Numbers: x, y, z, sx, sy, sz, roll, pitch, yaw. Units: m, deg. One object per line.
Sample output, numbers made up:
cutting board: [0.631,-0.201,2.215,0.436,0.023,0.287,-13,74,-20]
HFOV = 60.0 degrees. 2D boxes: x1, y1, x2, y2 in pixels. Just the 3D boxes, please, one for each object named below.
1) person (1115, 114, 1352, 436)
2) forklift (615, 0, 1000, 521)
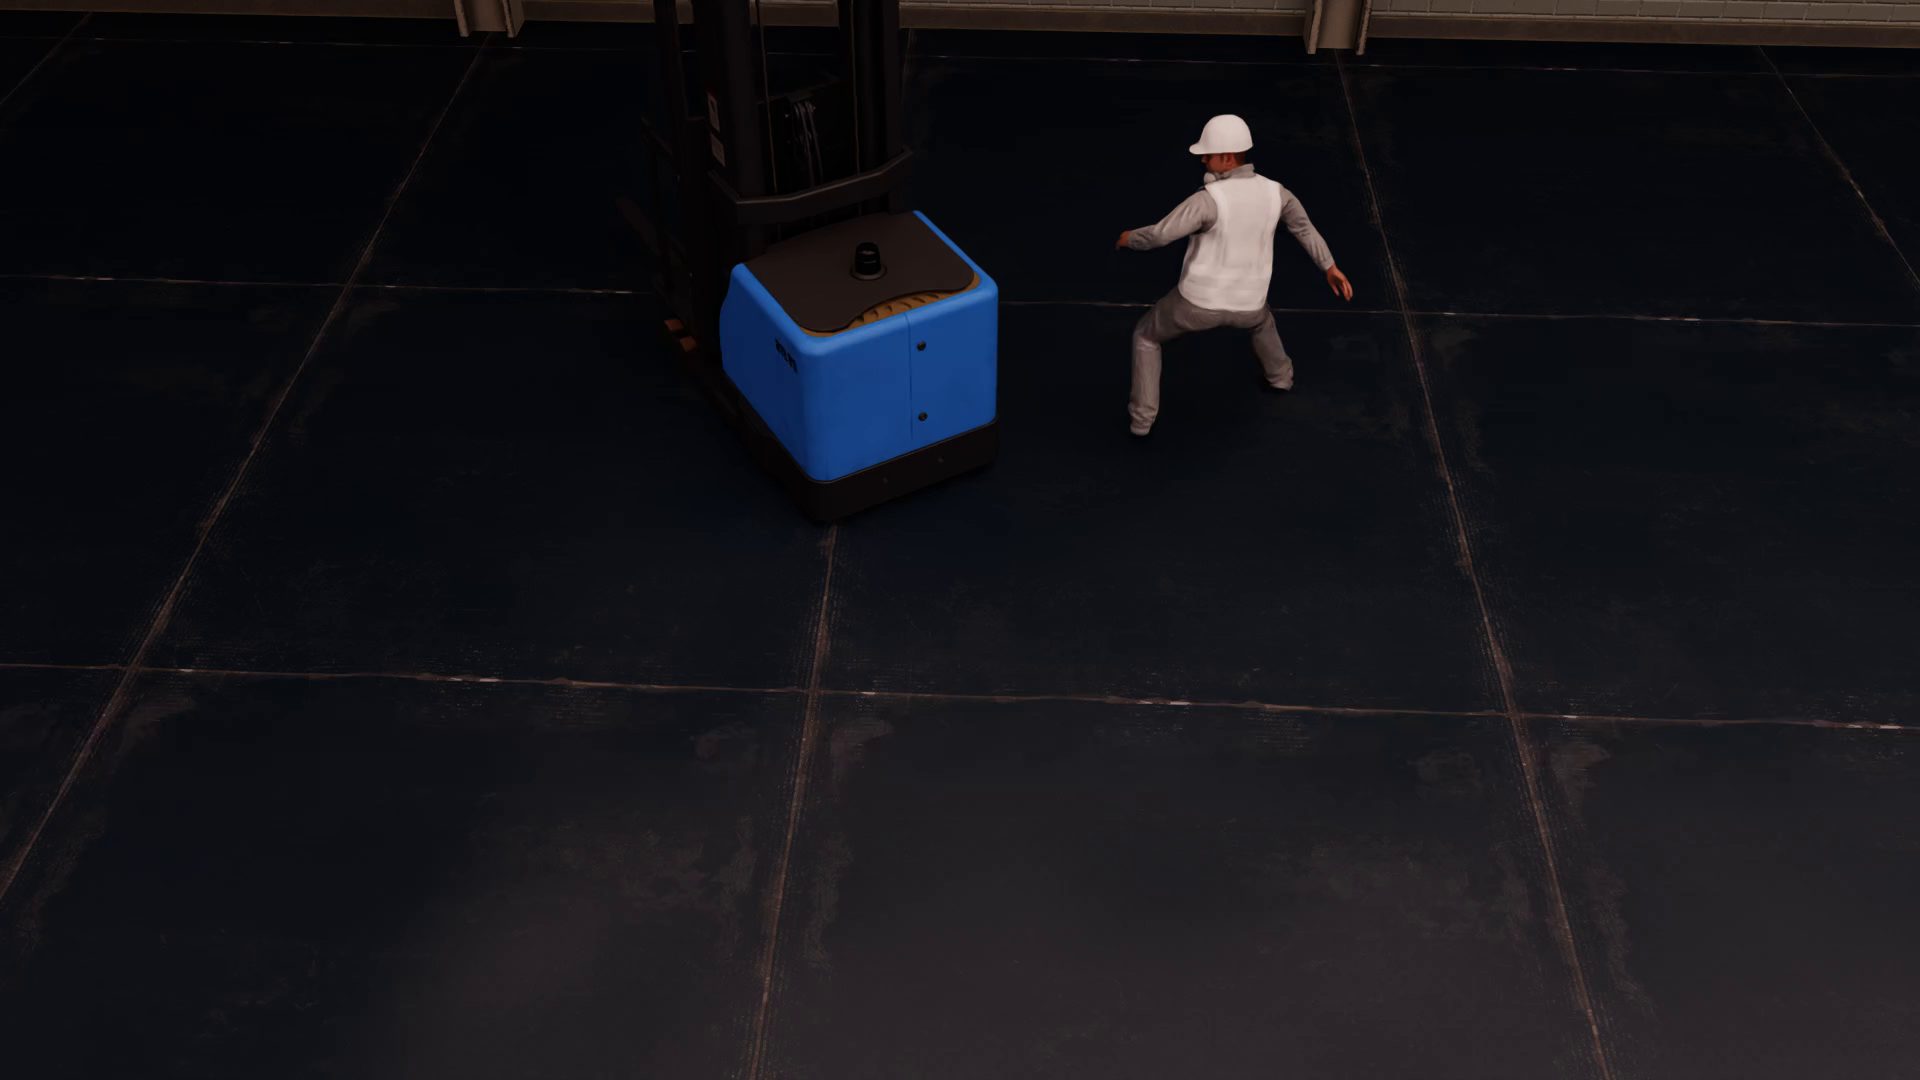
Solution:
person: [1.324,-1.238,8.163,1.067,1.730,0.563,-8,43,-9]
forklift: [-0.982,-2.151,8.099,1.130,2.935,3.031,-21,47,-22]
